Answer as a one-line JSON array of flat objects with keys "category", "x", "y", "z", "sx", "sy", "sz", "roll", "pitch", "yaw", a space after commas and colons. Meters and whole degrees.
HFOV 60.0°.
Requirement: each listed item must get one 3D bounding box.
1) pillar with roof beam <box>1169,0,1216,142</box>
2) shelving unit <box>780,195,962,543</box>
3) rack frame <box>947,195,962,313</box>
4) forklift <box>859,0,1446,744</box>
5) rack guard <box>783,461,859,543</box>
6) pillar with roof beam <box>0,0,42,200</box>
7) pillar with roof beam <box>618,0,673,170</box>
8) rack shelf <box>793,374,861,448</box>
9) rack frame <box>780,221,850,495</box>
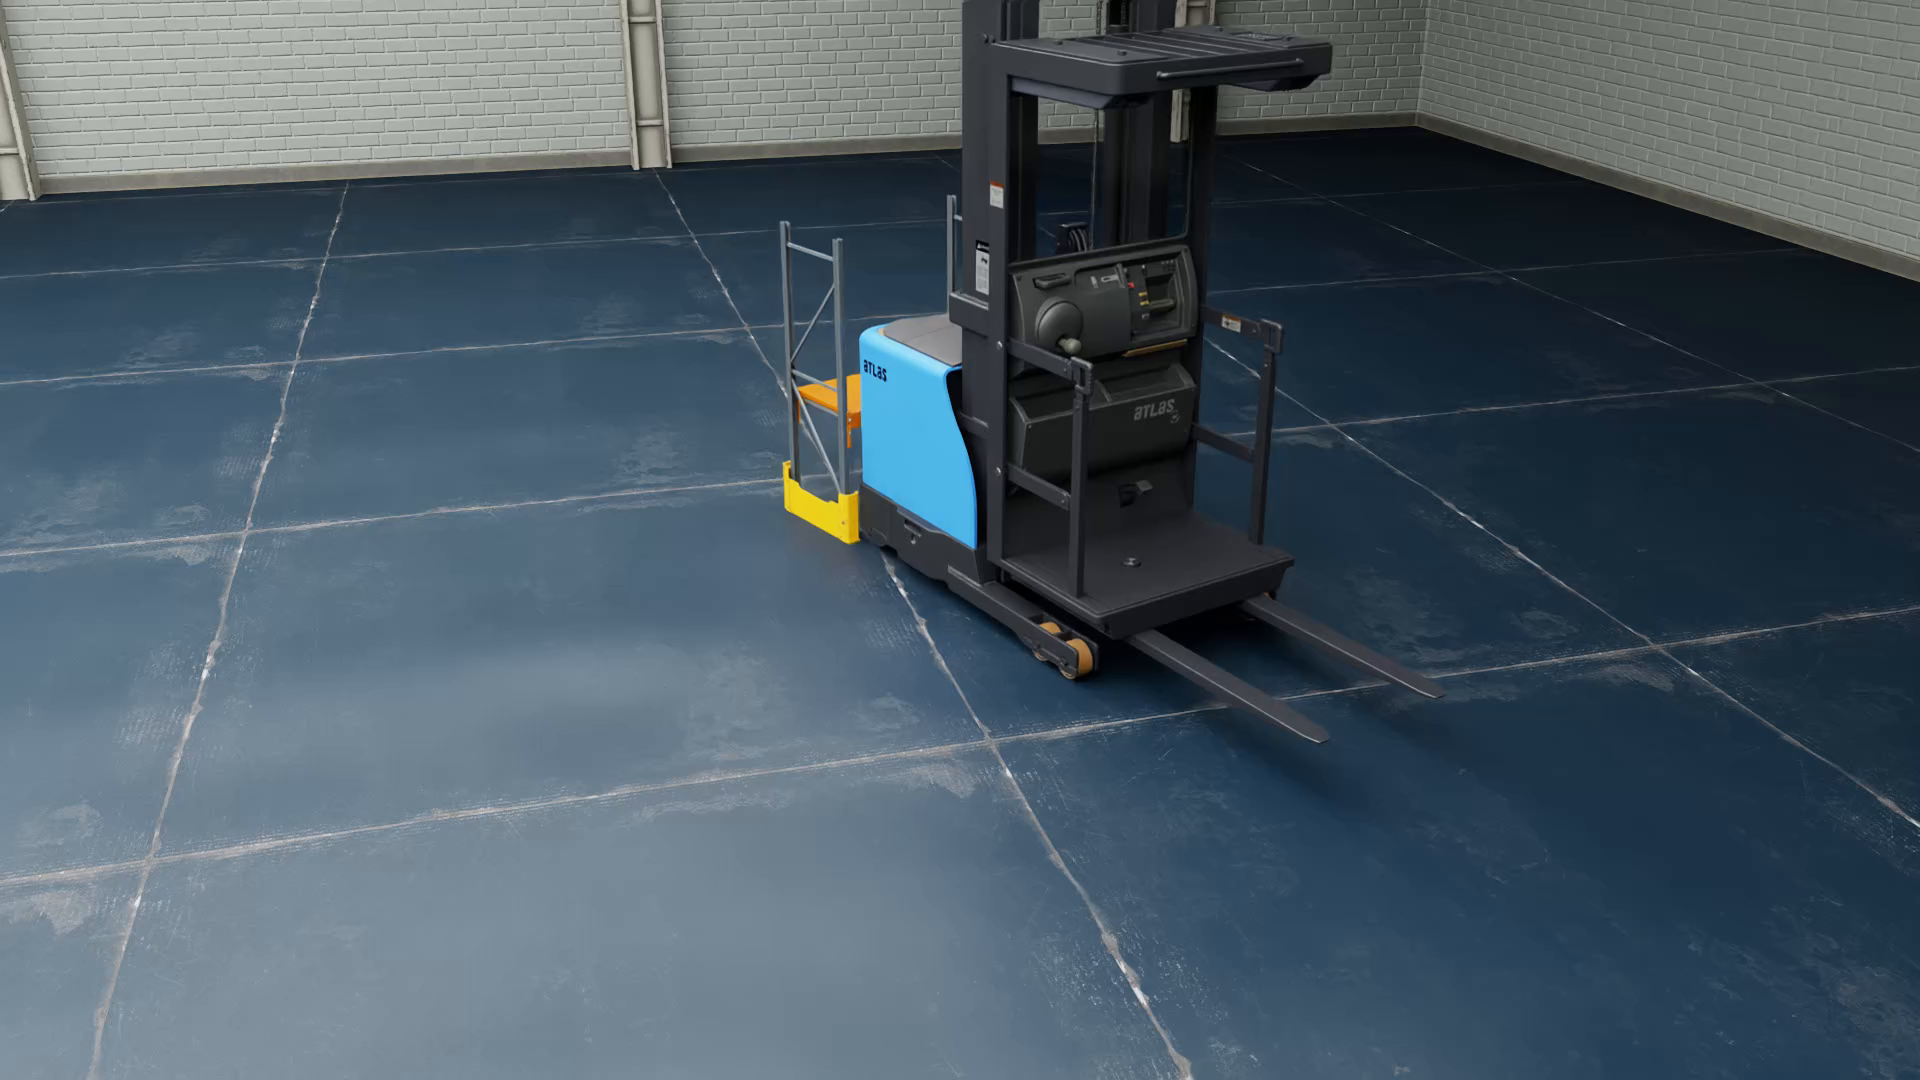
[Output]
[{"category": "pillar with roof beam", "x": 3.726, "y": -7.039, "z": 13.242, "sx": 0.400, "sy": 9.000, "sz": 9.100, "roll": -6, "pitch": 24, "yaw": -14}, {"category": "shelving unit", "x": -0.310, "y": -0.894, "z": 8.431, "sx": 1.083, "sy": 1.500, "sz": 0.587, "roll": -17, "pitch": 28, "yaw": -34}, {"category": "rack frame", "x": 0.099, "y": -1.019, "z": 8.722, "sx": 0.032, "sy": 1.500, "sz": 0.500, "roll": -17, "pitch": 28, "yaw": -34}, {"category": "forklift", "x": 0.738, "y": -0.982, "z": 6.822, "sx": 1.130, "sy": 2.935, "sz": 3.031, "roll": -15, "pitch": 27, "yaw": -30}, {"category": "rack guard", "x": -0.704, "y": -0.199, "z": 8.397, "sx": 0.087, "sy": 0.250, "sz": 0.587, "roll": -17, "pitch": 28, "yaw": -34}, {"category": "pillar with roof beam", "x": -7.828, "y": -5.761, "z": 10.264, "sx": 0.400, "sy": 9.000, "sz": 9.100, "roll": -6, "pitch": 24, "yaw": -14}, {"category": "pillar with roof beam", "x": -2.051, "y": -6.400, "z": 11.753, "sx": 0.400, "sy": 9.000, "sz": 9.100, "roll": -6, "pitch": 24, "yaw": -14}, {"category": "rack shelf", "x": -0.303, "y": -0.731, "z": 8.507, "sx": 1.000, "sy": 0.185, "sz": 0.538, "roll": -17, "pitch": 28, "yaw": -34}, {"category": "rack frame", "x": -0.705, "y": -0.773, "z": 8.150, "sx": 0.032, "sy": 1.500, "sz": 0.500, "roll": -17, "pitch": 28, "yaw": -34}]
